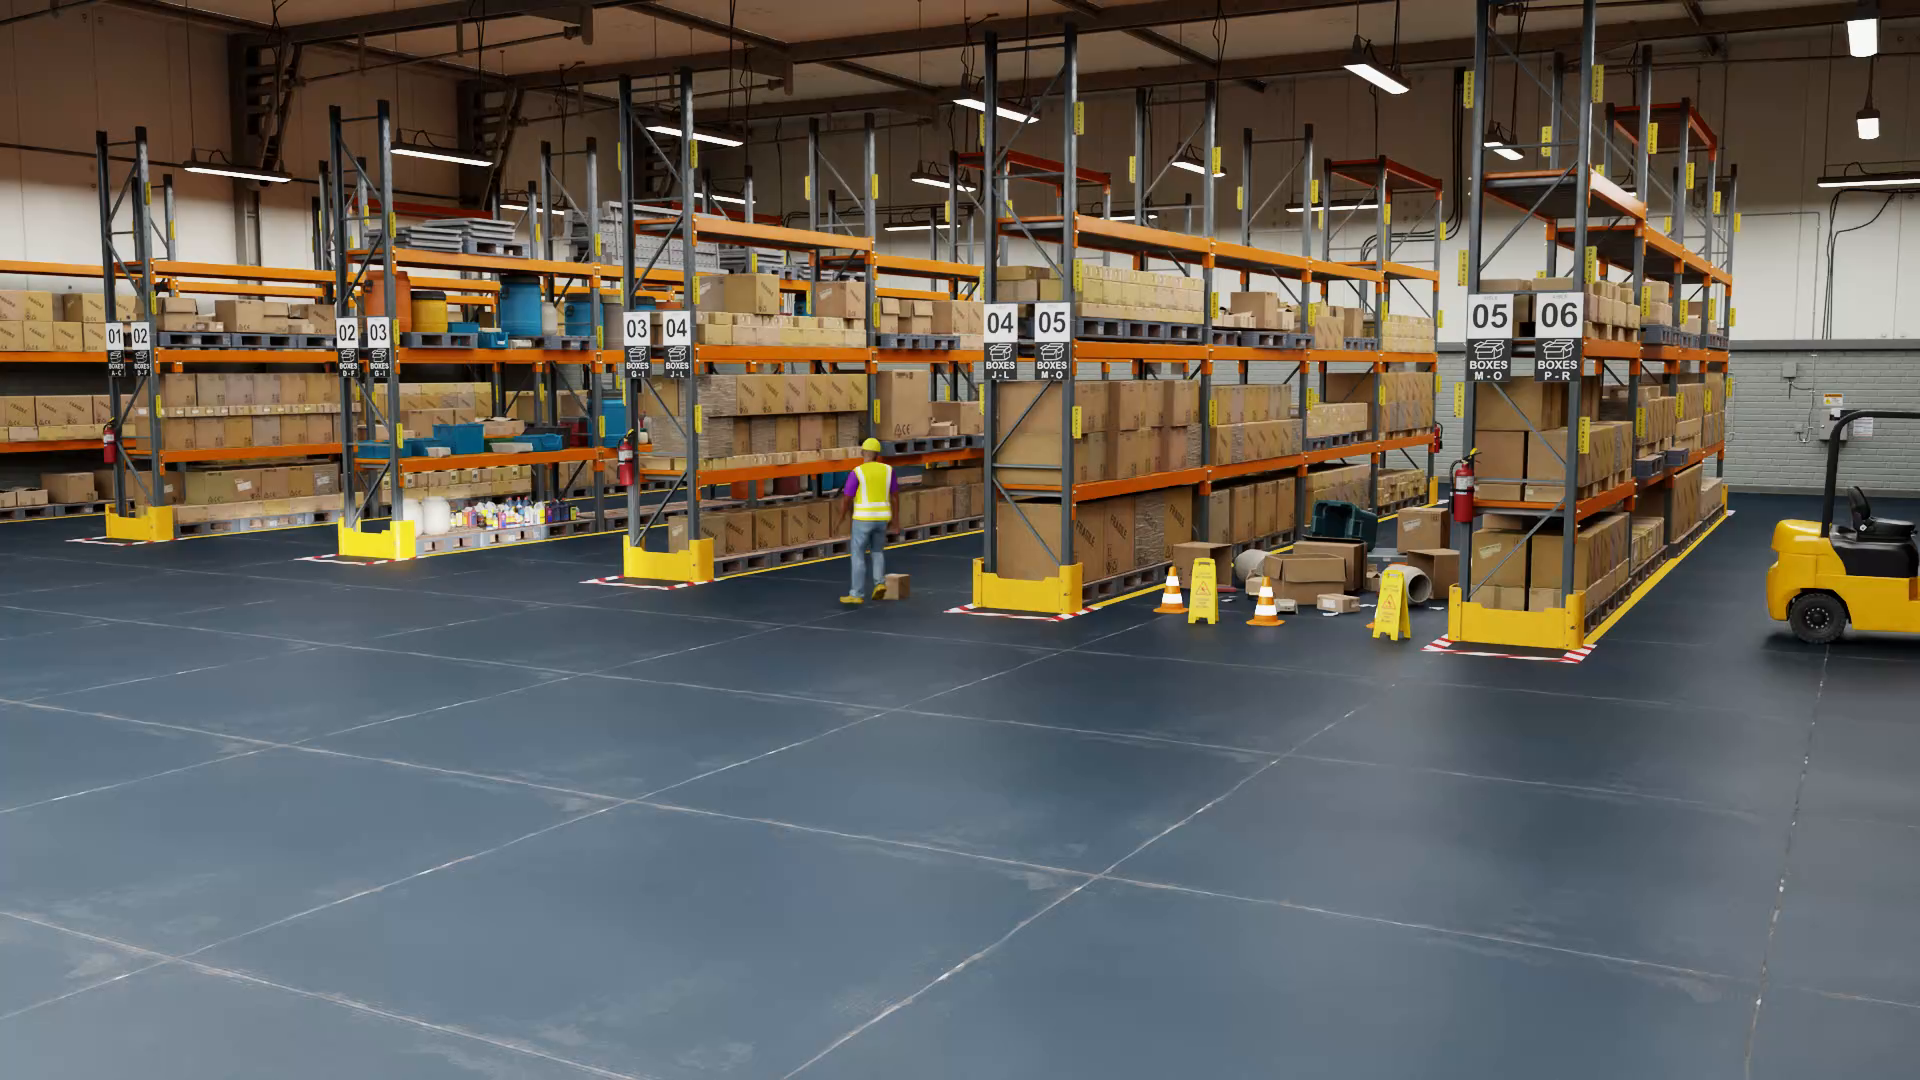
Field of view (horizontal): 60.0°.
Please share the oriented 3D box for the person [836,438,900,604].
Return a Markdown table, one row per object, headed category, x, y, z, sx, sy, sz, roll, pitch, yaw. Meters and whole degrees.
| category | x | y | z | sx | sy | sz | roll | pitch | yaw |
| --- | --- | --- | --- | --- | --- | --- | --- | --- | --- |
| person | -0.981 | -0.205 | 17.714 | 0.633 | 1.770 | 0.505 | -4 | 7 | -34 |
